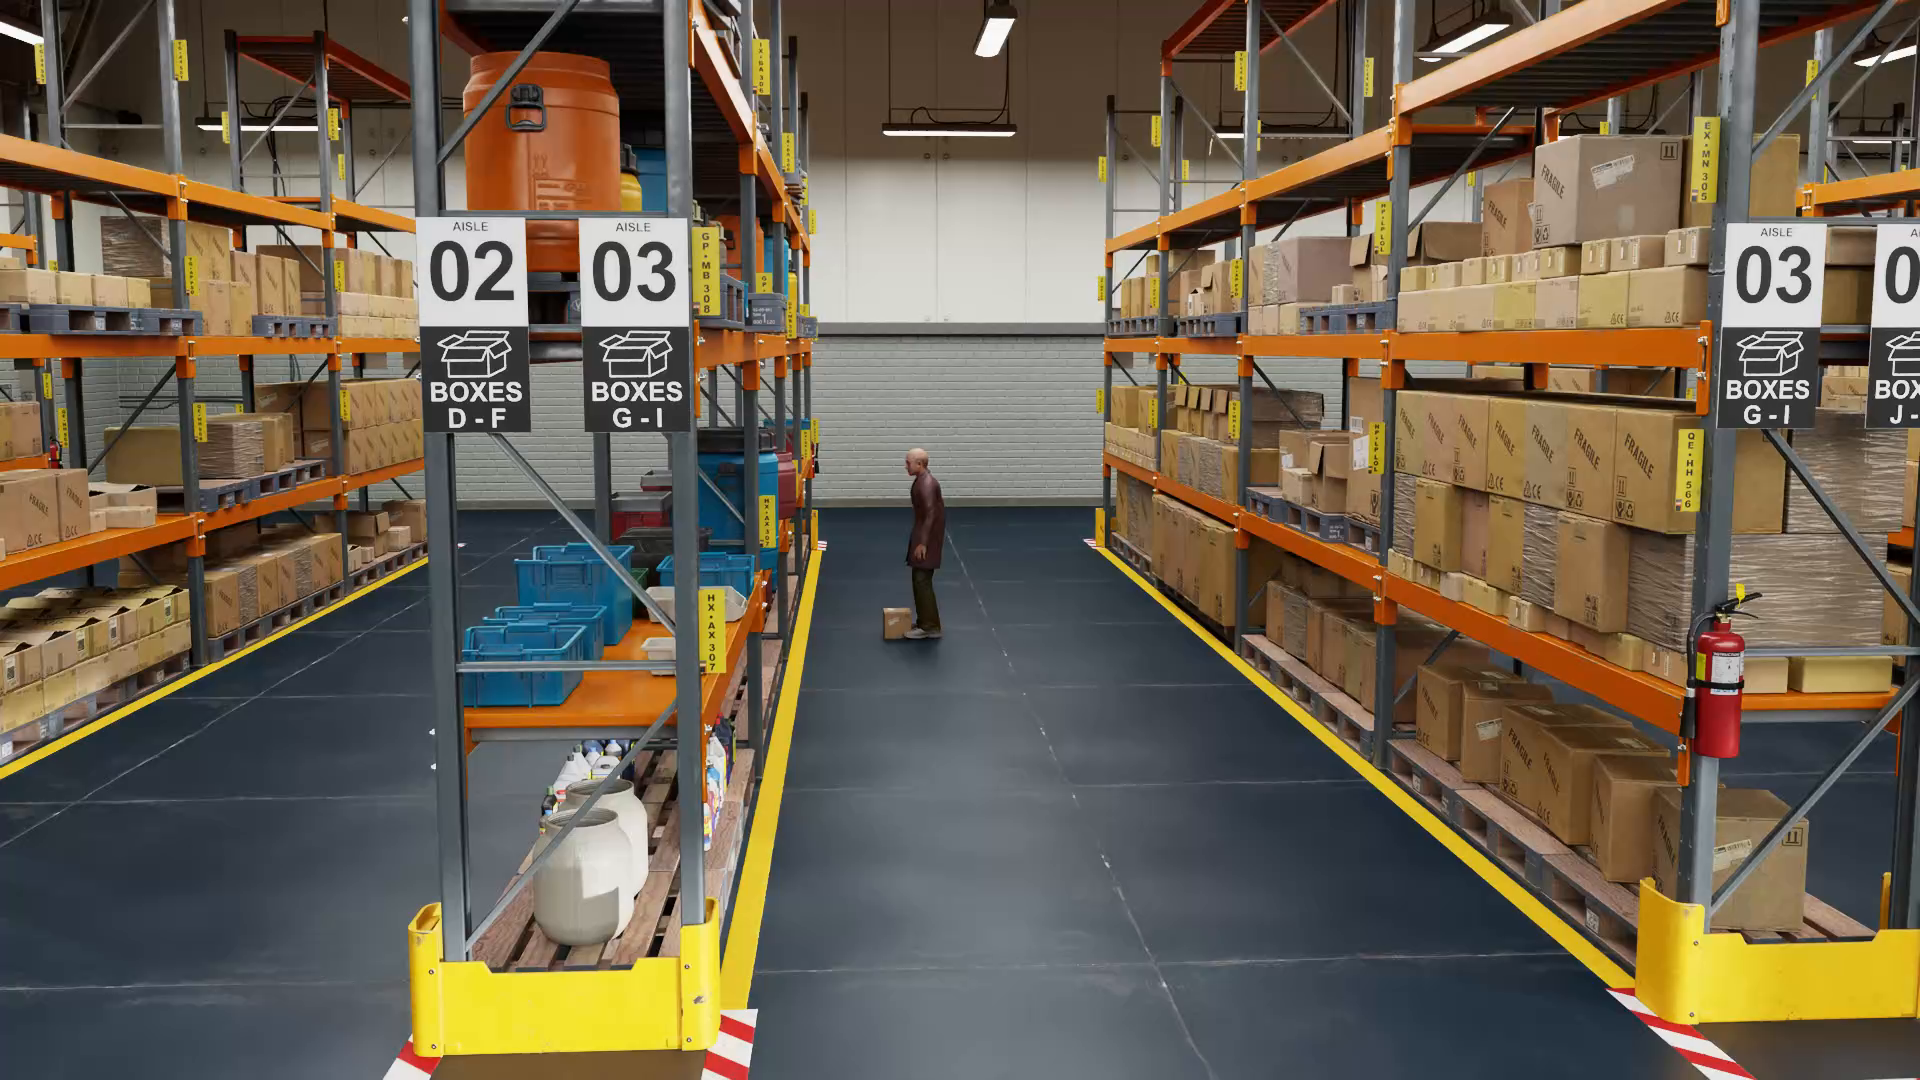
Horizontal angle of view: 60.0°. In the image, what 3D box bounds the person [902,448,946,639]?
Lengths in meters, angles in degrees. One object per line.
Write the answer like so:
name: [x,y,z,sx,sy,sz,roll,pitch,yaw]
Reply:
person: [-0.344,0.025,15.586,0.416,1.774,0.654,-1,7,-5]
